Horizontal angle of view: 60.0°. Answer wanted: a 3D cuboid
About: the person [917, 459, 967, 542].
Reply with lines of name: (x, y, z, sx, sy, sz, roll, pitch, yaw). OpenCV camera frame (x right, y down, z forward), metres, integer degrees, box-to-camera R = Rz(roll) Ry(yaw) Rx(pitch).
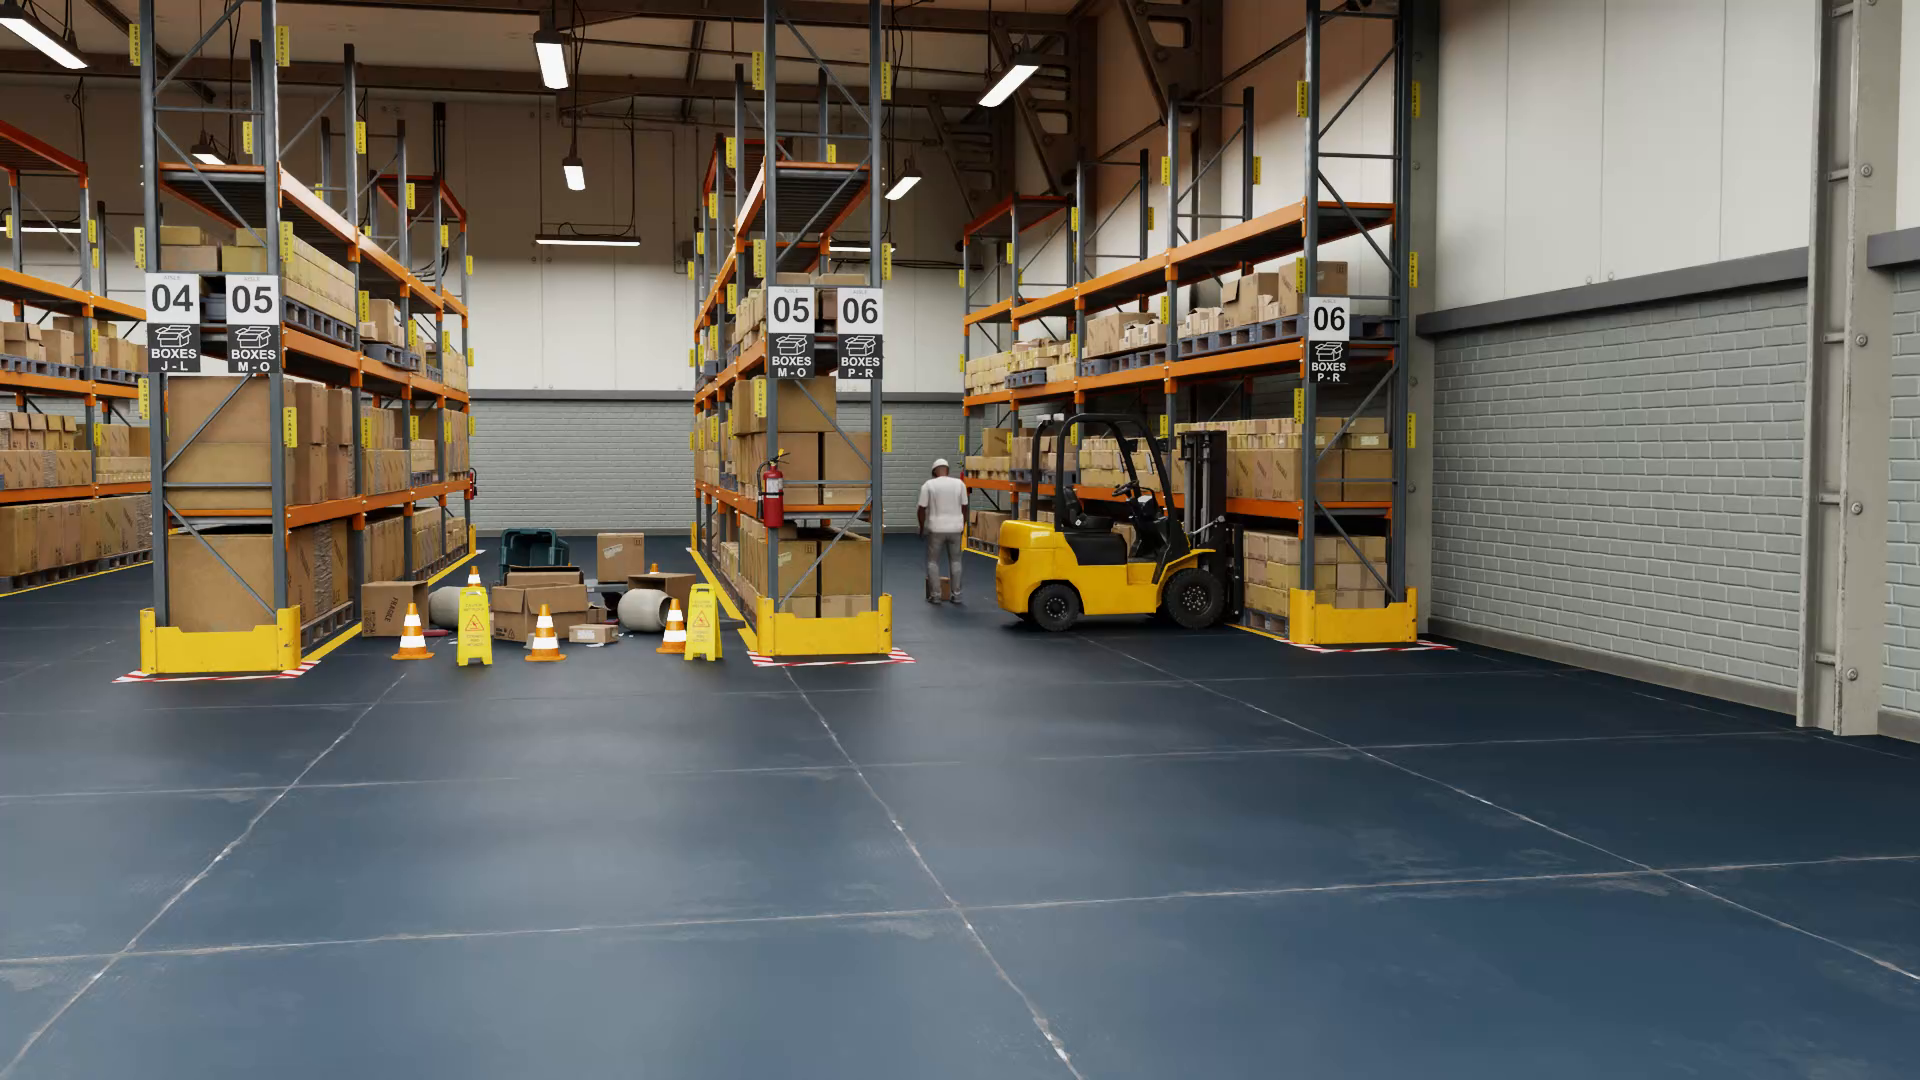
person: (-0.210, -0.456, 19.616, 0.594, 0.998, 0.491, -1, 3, -10)
